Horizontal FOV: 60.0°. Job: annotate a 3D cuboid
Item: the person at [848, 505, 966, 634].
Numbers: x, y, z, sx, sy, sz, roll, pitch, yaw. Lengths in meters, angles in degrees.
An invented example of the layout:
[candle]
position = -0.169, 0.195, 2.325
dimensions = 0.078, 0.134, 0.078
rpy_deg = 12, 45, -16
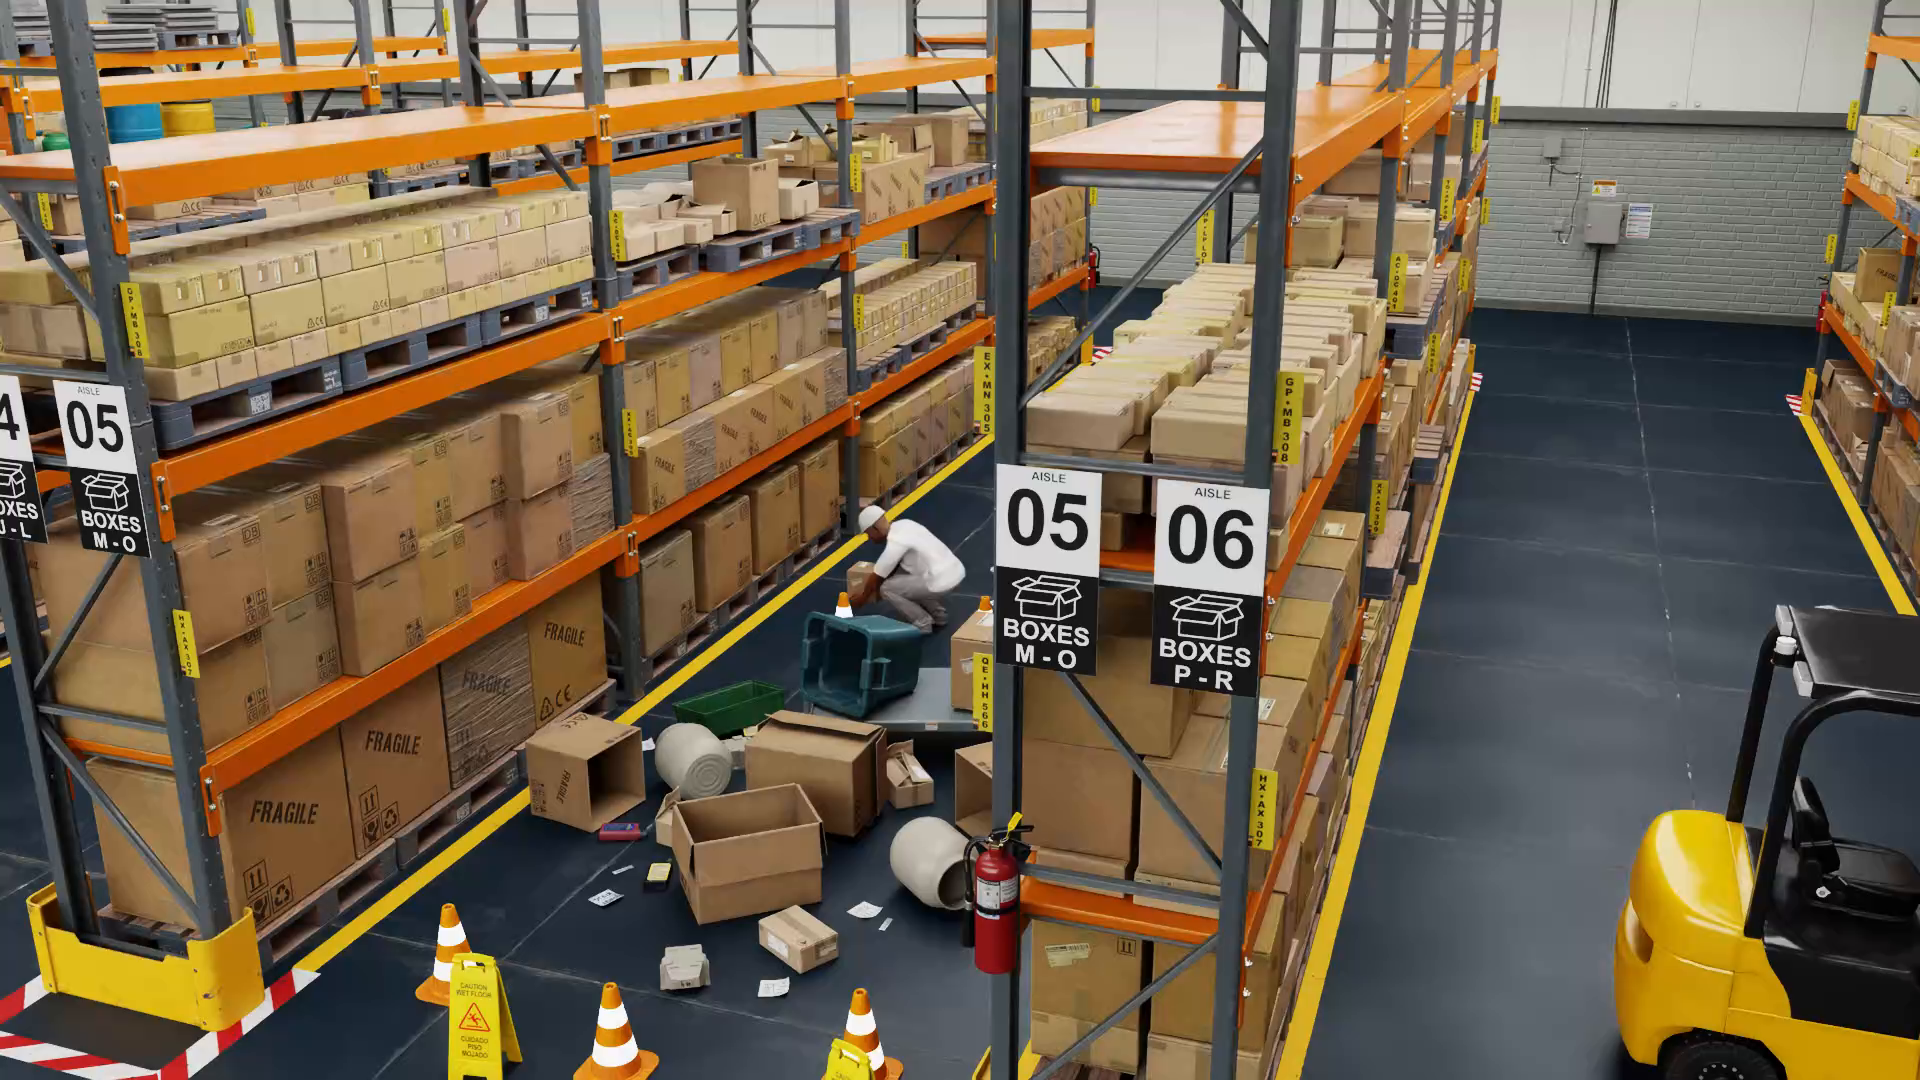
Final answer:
[person]
position = -0.422, 0.221, 13.090
dimensions = 0.895, 0.996, 0.586
rpy_deg = 6, 20, 18
